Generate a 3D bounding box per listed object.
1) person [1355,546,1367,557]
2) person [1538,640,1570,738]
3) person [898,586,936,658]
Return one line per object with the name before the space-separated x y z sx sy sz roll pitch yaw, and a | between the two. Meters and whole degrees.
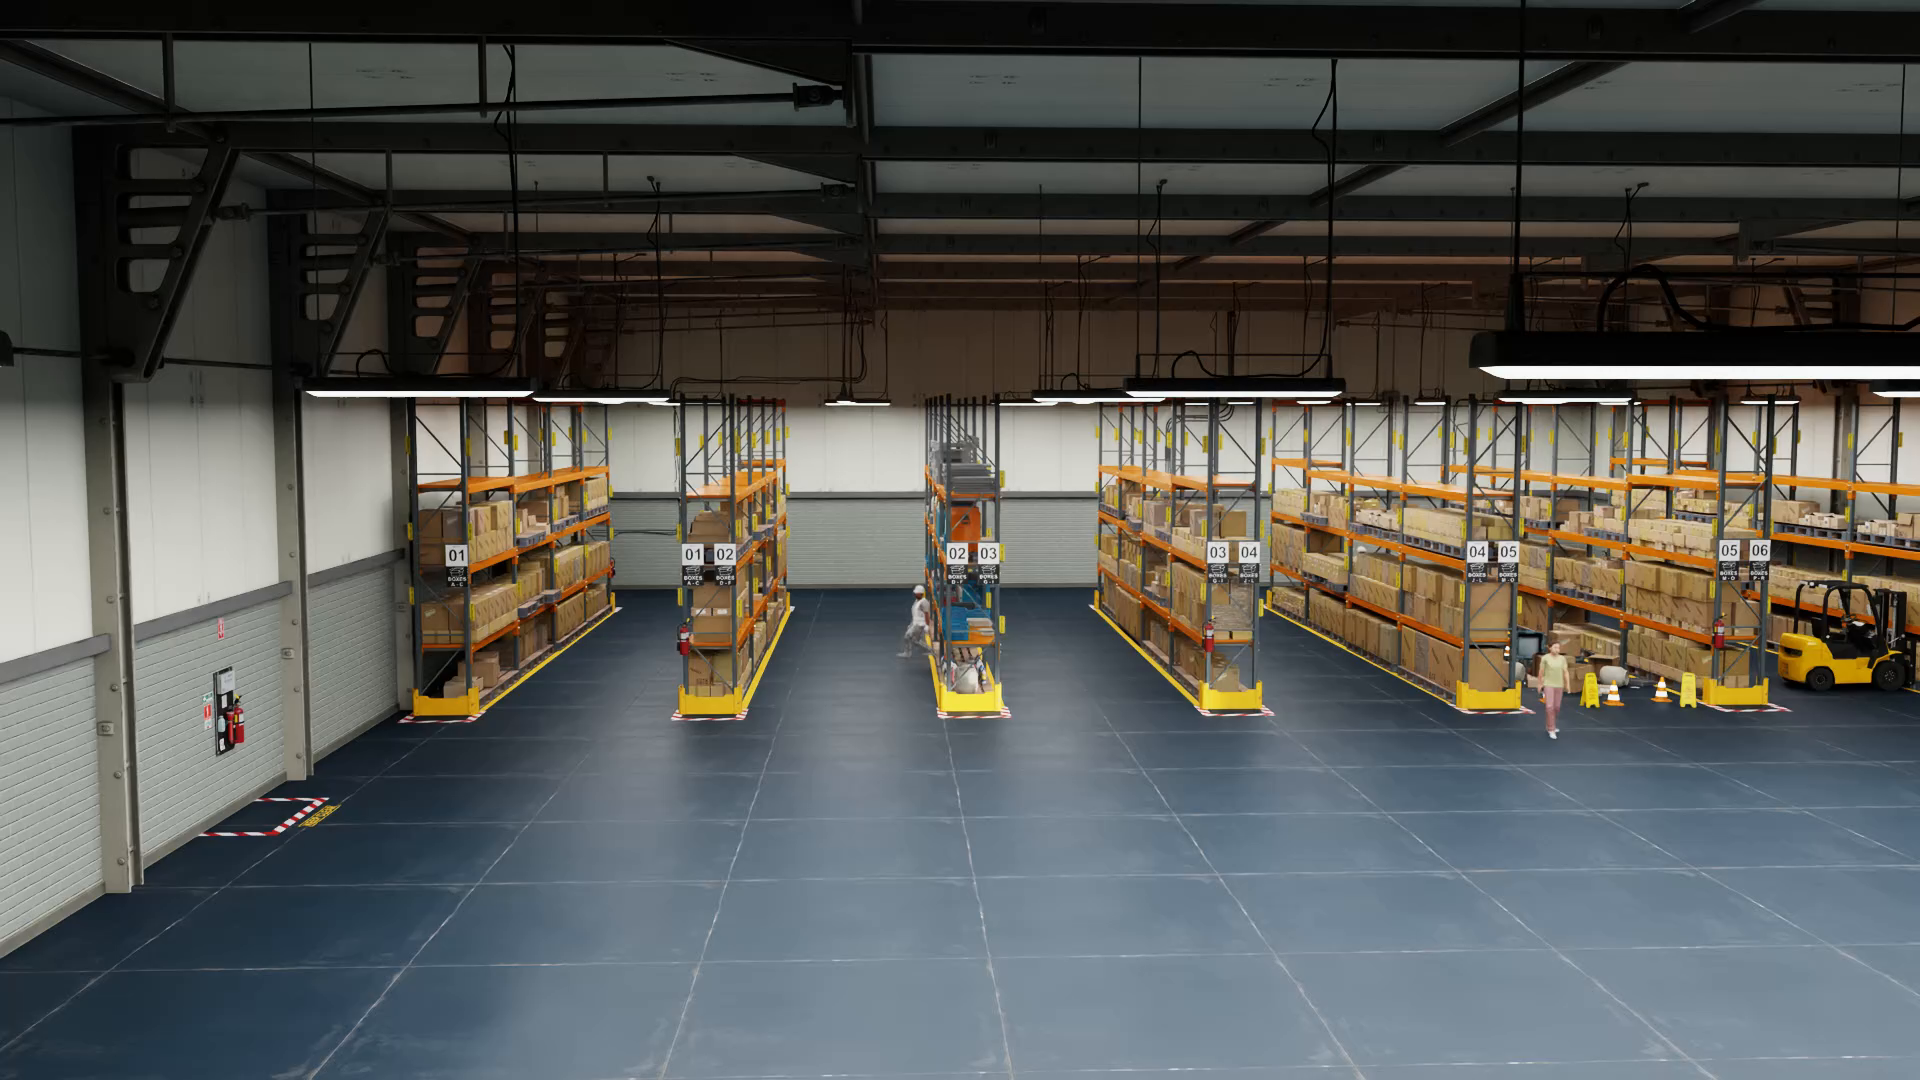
person | 11.490 1.083 47.717 0.403 1.802 0.609 -1 5 -14
person | 10.431 2.596 29.165 0.501 1.702 0.639 0 5 -1
person | -0.961 1.784 36.470 0.876 1.585 0.598 -1 5 -12
